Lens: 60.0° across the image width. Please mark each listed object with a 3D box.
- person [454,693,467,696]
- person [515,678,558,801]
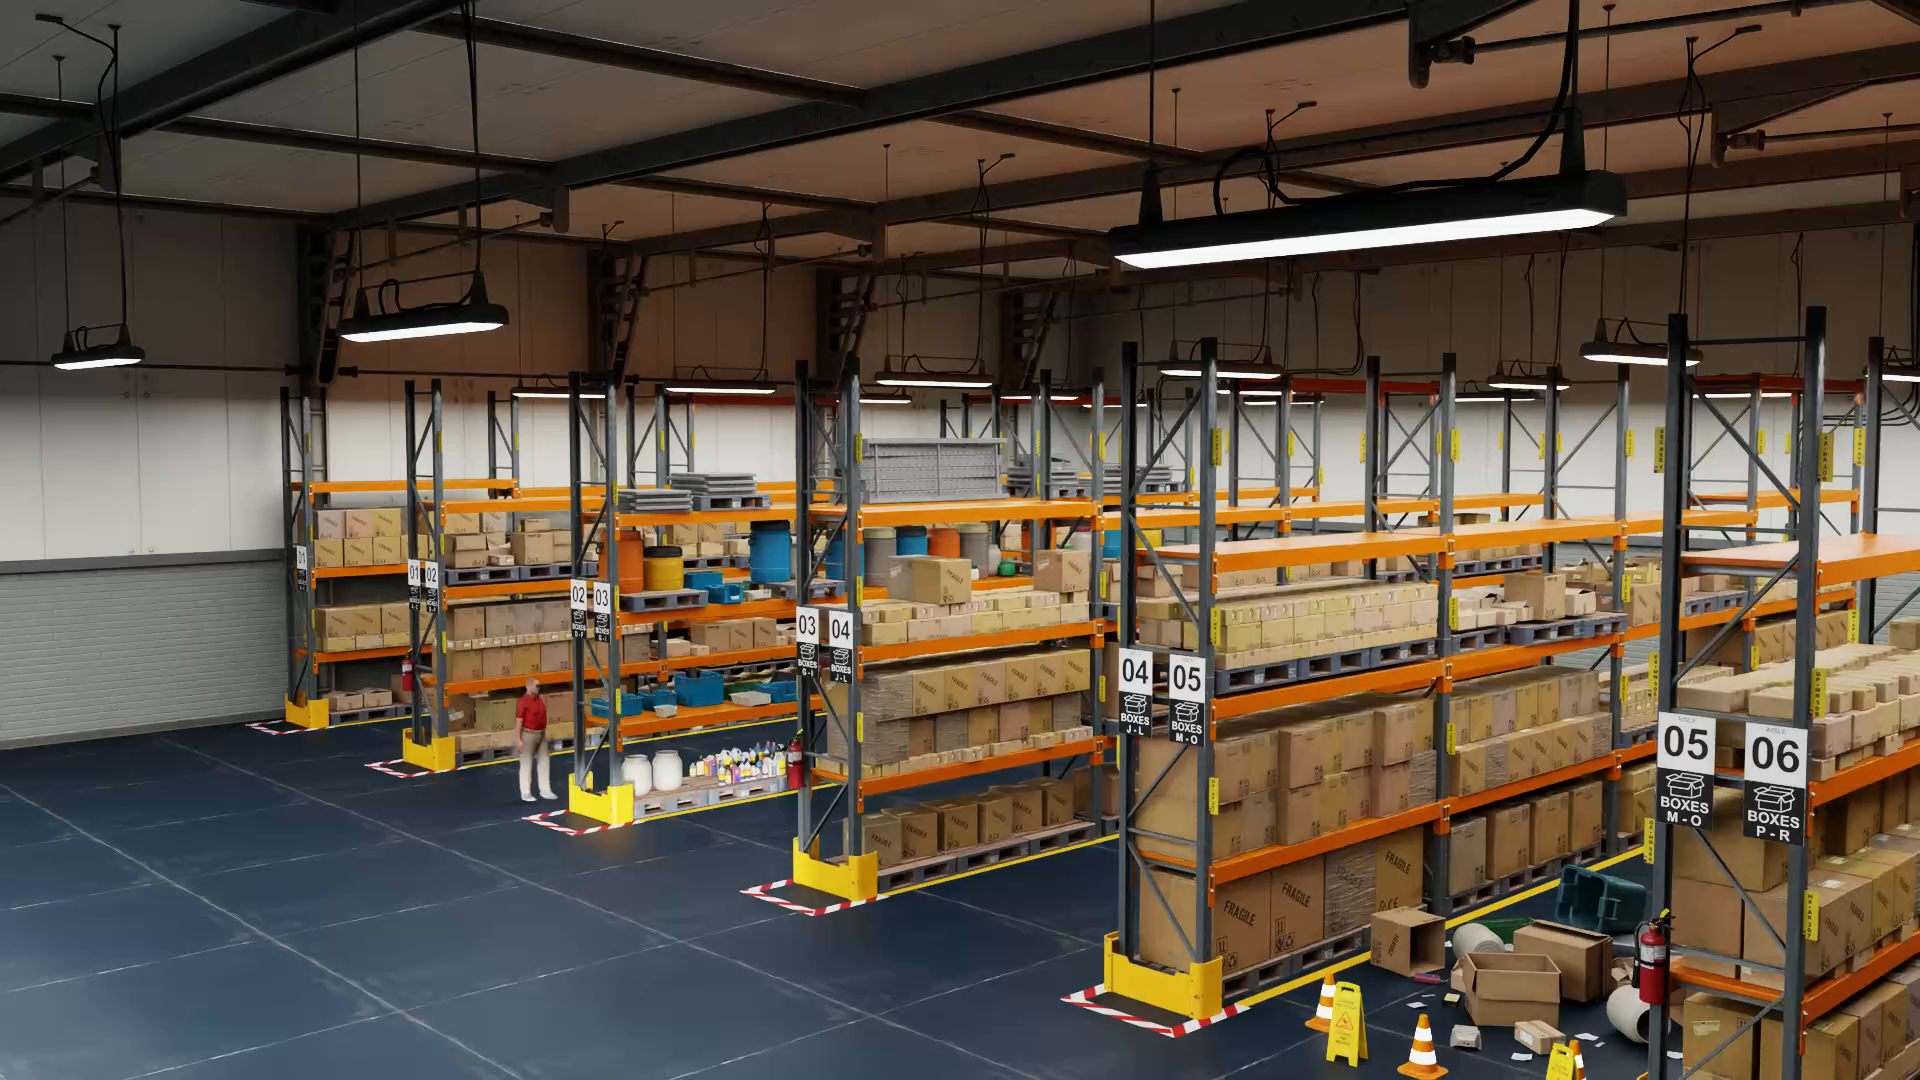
[{"bbox_3d":[-8.787,2.547,28.805,0.360,1.732,0.564,3,5,37],"label":"person"},{"bbox_3d":[-5.996,2.830,23.426,0.441,1.774,0.591,2,4,28],"label":"person"}]
